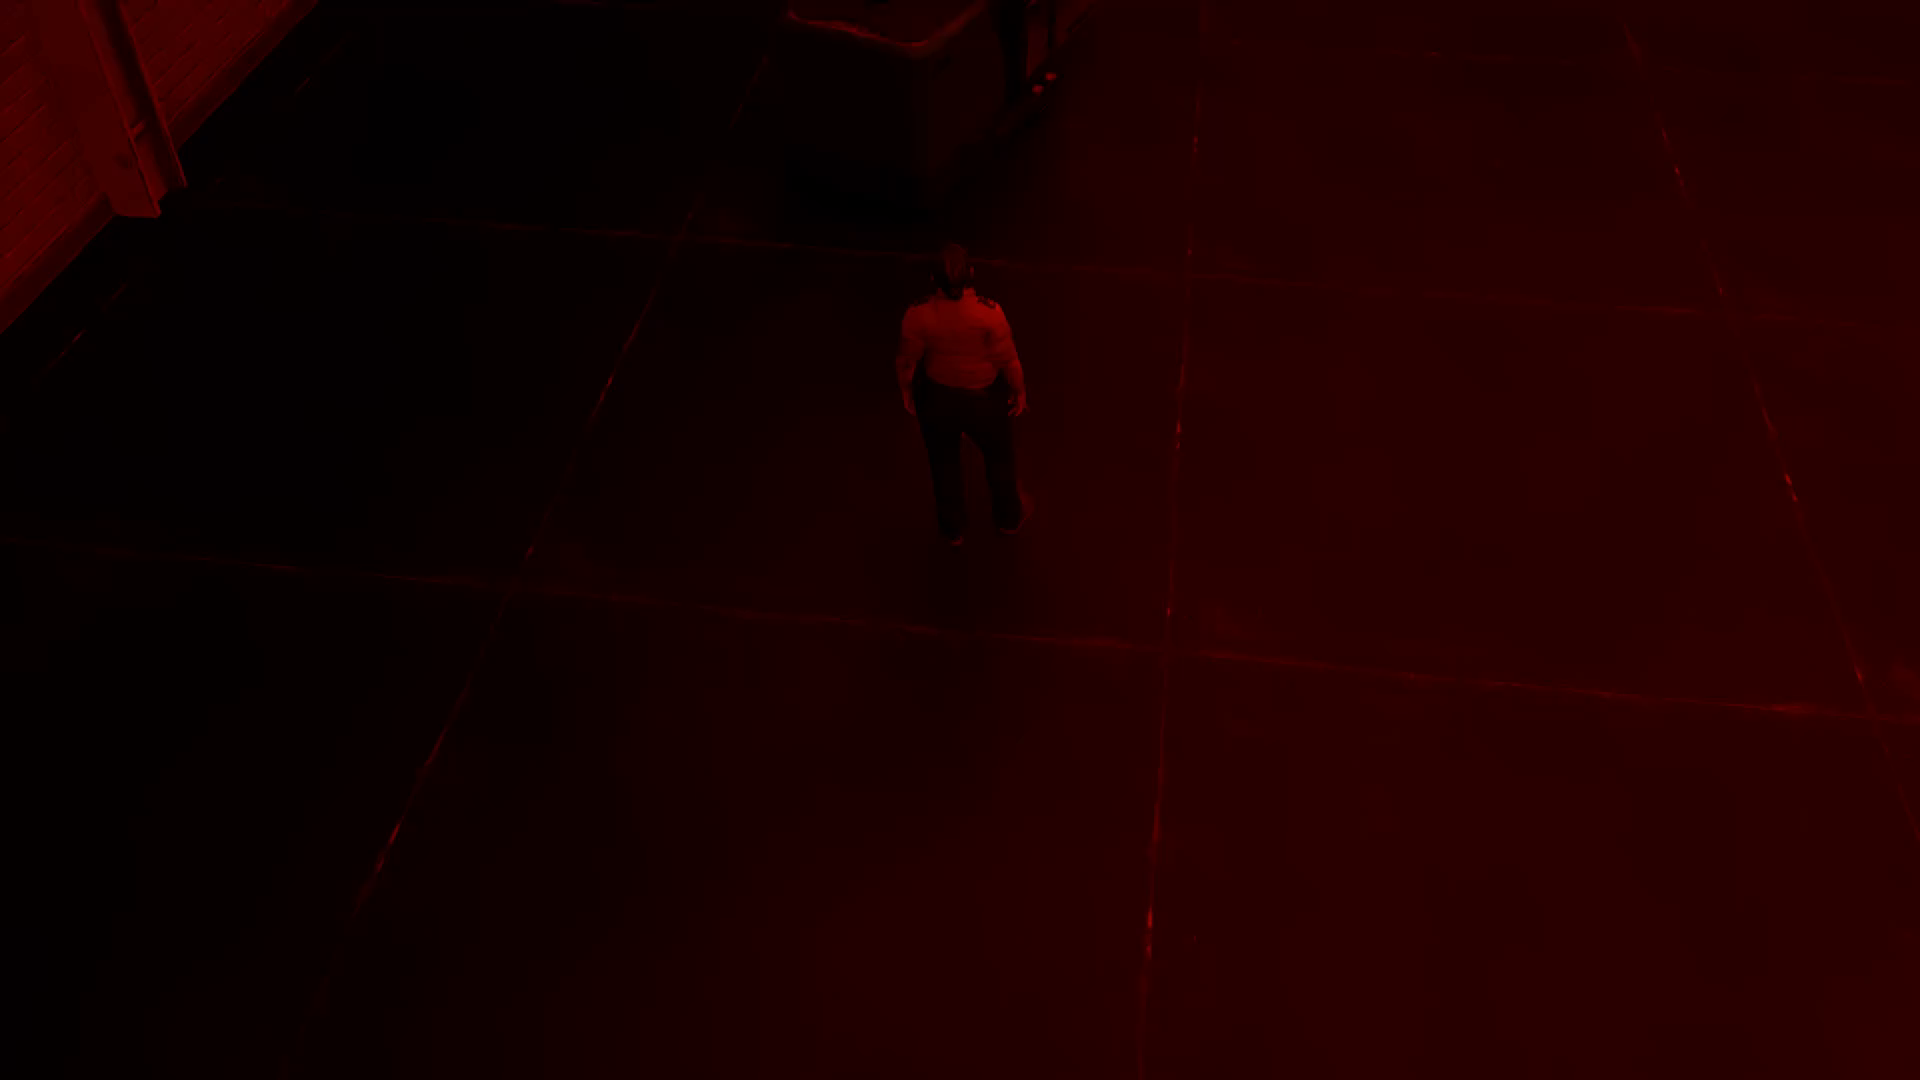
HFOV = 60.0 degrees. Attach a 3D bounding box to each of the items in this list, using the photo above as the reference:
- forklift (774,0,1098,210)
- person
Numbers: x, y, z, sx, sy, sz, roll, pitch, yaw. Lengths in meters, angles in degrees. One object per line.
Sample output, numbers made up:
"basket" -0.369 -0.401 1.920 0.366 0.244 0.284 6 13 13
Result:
"forklift" 0.036 -4.044 10.127 1.130 2.935 3.031 19 46 20
"person" 0.034 -0.667 7.395 0.599 1.642 0.502 5 43 6
